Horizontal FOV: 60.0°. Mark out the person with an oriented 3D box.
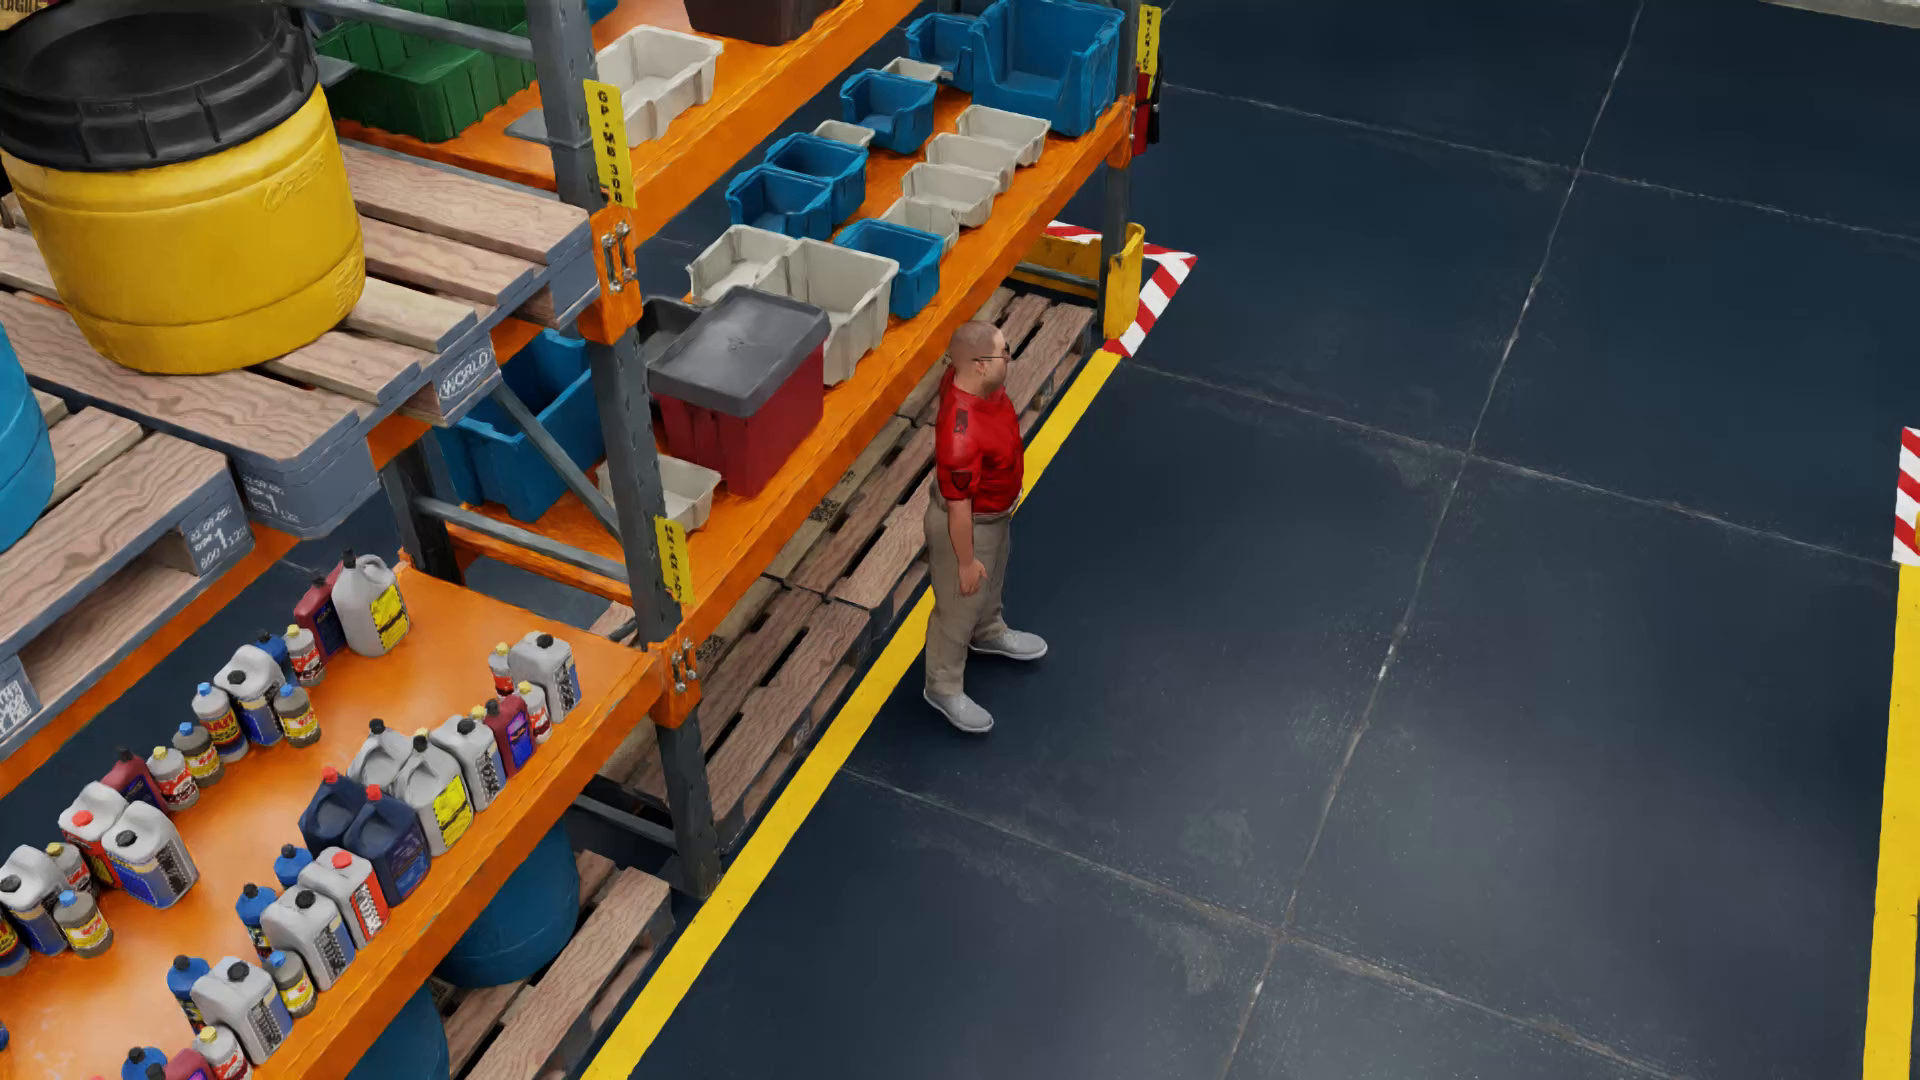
[{"bbox_3d":[0.105,-0.077,6.221,0.474,1.737,0.608,5,42,5],"label":"person"}]
